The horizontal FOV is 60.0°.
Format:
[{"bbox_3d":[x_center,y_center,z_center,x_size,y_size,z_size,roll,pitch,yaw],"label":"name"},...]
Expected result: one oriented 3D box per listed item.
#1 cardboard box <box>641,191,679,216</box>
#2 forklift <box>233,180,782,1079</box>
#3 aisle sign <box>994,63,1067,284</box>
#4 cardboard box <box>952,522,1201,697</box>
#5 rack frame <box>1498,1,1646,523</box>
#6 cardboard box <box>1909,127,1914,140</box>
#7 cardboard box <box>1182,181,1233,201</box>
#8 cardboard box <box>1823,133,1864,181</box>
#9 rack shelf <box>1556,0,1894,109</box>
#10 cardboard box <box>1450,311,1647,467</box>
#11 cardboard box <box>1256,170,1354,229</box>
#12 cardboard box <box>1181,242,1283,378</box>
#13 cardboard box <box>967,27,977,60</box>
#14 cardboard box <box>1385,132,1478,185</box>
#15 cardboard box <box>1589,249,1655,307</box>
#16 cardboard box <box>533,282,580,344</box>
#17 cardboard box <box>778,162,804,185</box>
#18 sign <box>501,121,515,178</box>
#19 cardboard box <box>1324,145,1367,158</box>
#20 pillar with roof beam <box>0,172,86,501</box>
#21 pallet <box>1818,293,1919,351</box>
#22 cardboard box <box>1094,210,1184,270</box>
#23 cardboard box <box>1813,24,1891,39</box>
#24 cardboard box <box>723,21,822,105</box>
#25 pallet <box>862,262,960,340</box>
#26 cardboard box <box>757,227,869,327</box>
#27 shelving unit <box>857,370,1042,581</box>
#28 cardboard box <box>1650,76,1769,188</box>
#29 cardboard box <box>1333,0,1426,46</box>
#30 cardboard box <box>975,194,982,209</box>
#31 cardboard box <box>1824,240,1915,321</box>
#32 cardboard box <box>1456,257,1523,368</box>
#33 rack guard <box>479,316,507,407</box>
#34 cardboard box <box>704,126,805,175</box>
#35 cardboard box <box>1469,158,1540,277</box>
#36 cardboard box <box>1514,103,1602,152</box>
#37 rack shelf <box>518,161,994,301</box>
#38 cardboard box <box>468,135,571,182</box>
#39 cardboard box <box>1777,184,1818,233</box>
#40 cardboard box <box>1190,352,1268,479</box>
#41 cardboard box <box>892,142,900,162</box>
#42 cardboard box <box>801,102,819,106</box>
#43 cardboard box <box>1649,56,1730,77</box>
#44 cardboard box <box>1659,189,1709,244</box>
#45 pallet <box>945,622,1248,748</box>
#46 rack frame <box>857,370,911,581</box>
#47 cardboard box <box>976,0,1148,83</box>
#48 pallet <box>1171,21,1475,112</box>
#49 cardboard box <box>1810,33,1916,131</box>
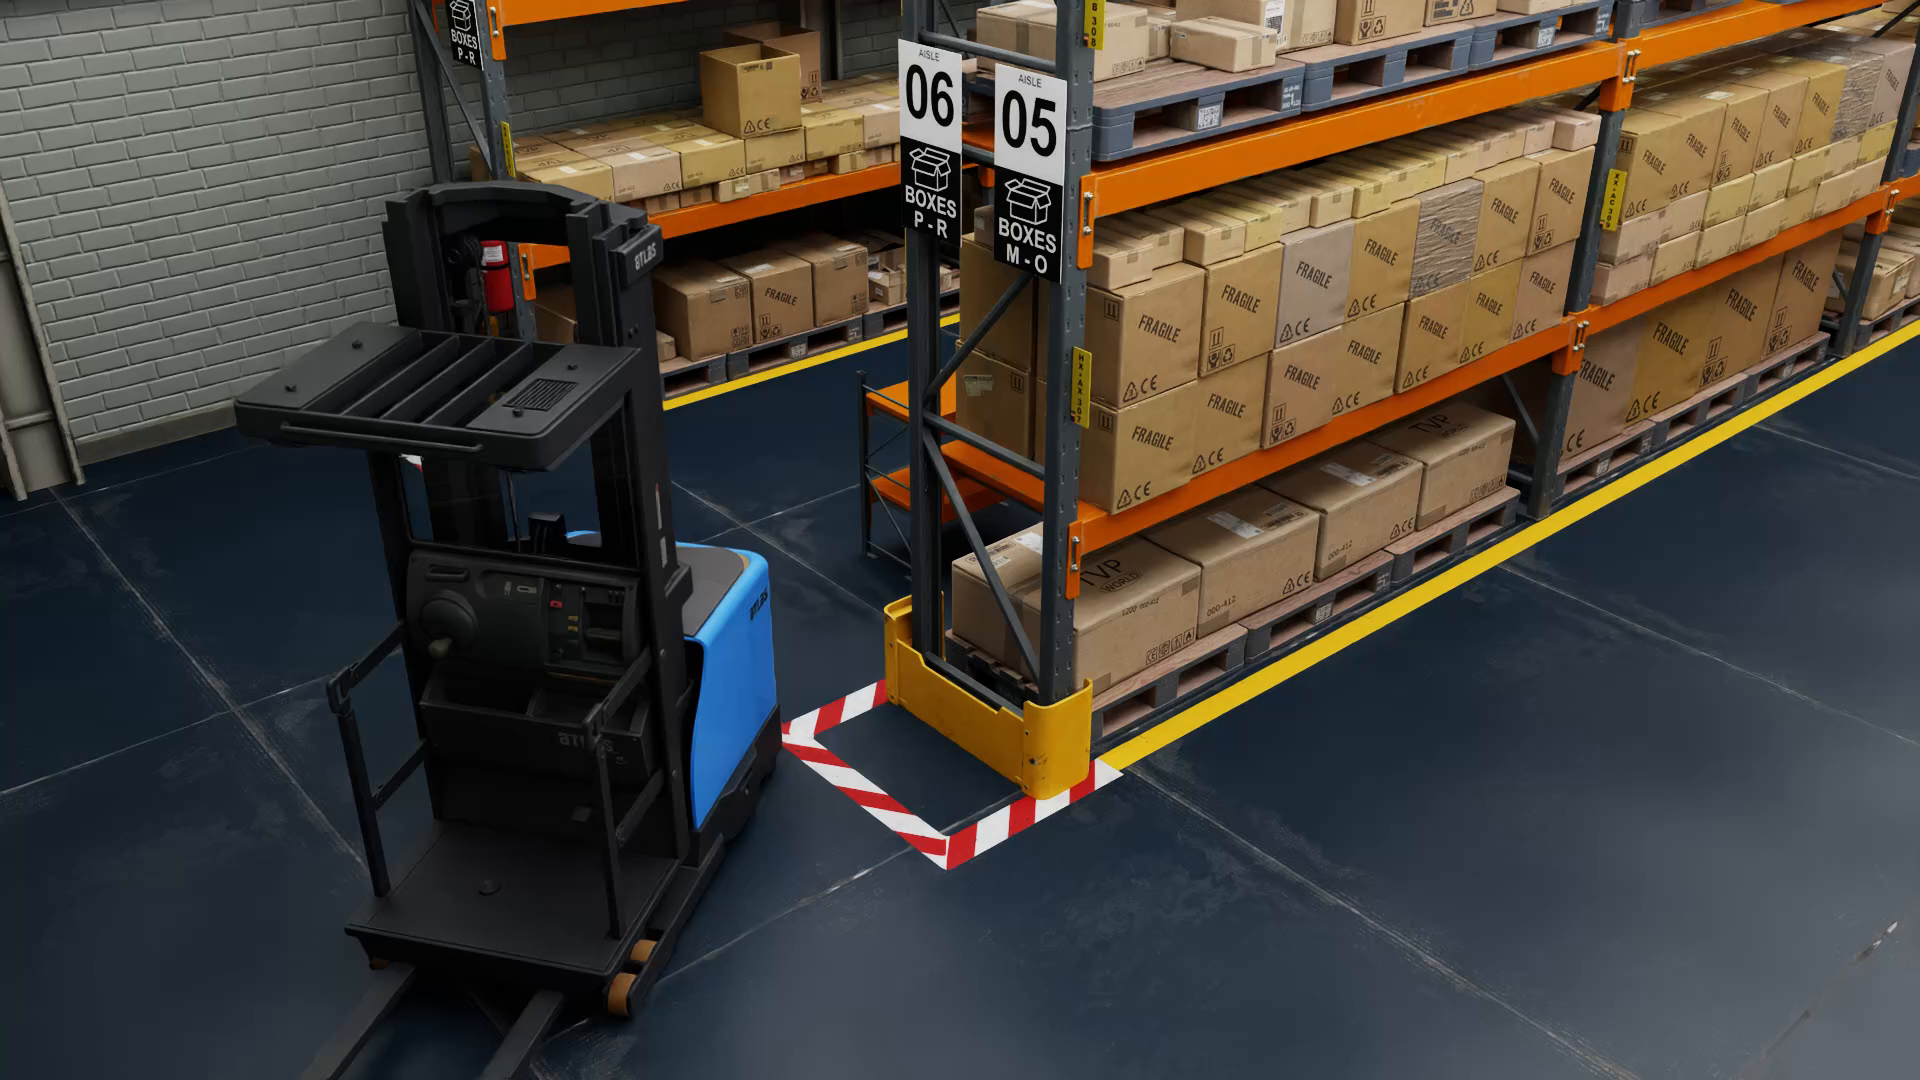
[{"bbox_3d":[-2.091,-2.312,11.160,0.250,0.149,0.380,-21,34,-33],"label":"cardboard box"},{"bbox_3d":[-1.689,0.325,6.032,1.130,2.935,3.031,7,29,12],"label":"forklift"},{"bbox_3d":[0.266,-1.420,6.466,0.004,0.787,0.394,-22,35,-35],"label":"aisle sign"},{"bbox_3d":[0.570,0.308,8.265,0.875,0.438,0.875,-23,36,-37],"label":"cardboard box"},{"bbox_3d":[3.176,-1.623,9.605,0.127,3.000,1.000,-22,35,-35],"label":"rack frame"},{"bbox_3d":[6.587,-2.954,11.916,0.250,0.149,0.380,-24,37,-38],"label":"cardboard box"},{"bbox_3d":[1.058,-1.664,7.827,0.250,0.149,0.380,-22,35,-35],"label":"cardboard box"},{"bbox_3d":[5.628,-2.604,11.068,0.500,0.250,0.500,-23,36,-36],"label":"cardboard box"},{"bbox_3d":[4.697,-3.241,10.212,4.000,0.370,1.077,-22,35,-35],"label":"rack shelf"},{"bbox_3d":[3.596,-1.090,10.415,0.875,0.875,0.875,-21,34,-33],"label":"cardboard box"},{"bbox_3d":[1.579,-1.572,7.653,0.250,0.149,0.380,-22,35,-34],"label":"cardboard box"},{"bbox_3d":[1.071,-1.090,7.440,0.500,0.500,0.500,-23,36,-36],"label":"cardboard box"},{"bbox_3d":[0.465,-3.699,12.937,0.500,0.500,0.700,-21,35,-34],"label":"cardboard box"},{"bbox_3d":[2.333,-1.898,8.264,0.250,0.149,0.380,-22,35,-35],"label":"cardboard box"},{"bbox_3d":[3.682,-1.597,9.715,0.500,0.250,0.500,-23,36,-36],"label":"cardboard box"},{"bbox_3d":[-2.565,-1.415,11.419,0.637,0.503,0.797,-24,36,-37],"label":"cardboard box"},{"bbox_3d":[-1.313,-2.637,11.769,0.250,0.149,0.380,-22,35,-35],"label":"cardboard box"},{"bbox_3d":[-2.739,-2.365,10.075,0.005,0.325,0.100,-22,35,-35],"label":"sign"},{"bbox_3d":[1.828,-1.982,8.421,0.250,0.149,0.380,-22,35,-35],"label":"cardboard box"},{"bbox_3d":[-2.934,-2.779,5.402,0.400,9.000,9.100,-22,35,-35],"label":"pillar with roof beam"},{"bbox_3d":[6.814,-1.855,12.998,1.213,0.211,1.003,-22,35,-35],"label":"pallet"},{"bbox_3d":[0.736,-1.286,7.118,0.250,0.149,0.380,-21,35,-34],"label":"cardboard box"},{"bbox_3d":[6.384,-3.446,12.148,0.500,0.500,0.500,-23,36,-36],"label":"cardboard box"},{"bbox_3d":[-1.354,-3.437,12.047,0.500,0.500,0.500,-23,36,-36],"label":"cardboard box"},{"bbox_3d":[-0.572,-1.962,13.198,1.213,0.211,1.003,-22,35,-35],"label":"pallet"},{"bbox_3d":[-1.100,-1.979,12.477,0.500,0.500,0.700,-23,36,-37],"label":"cardboard box"},{"bbox_3d":[-0.005,-0.494,9.481,1.048,1.125,0.538,-22,35,-35],"label":"shelving unit"},{"bbox_3d":[4.449,-2.458,10.000,0.500,0.500,0.500,-23,36,-36],"label":"cardboard box"},{"bbox_3d":[1.764,-2.559,7.515,0.500,0.500,0.500,-21,35,-34],"label":"cardboard box"},{"bbox_3d":[0.465,-2.552,13.549,0.500,0.500,0.500,-20,34,-33],"label":"cardboard box"},{"bbox_3d":[6.655,-2.042,12.731,0.625,0.372,0.950,-25,37,-38],"label":"cardboard box"},{"bbox_3d":[2.601,-1.274,8.846,0.500,0.500,0.500,-23,36,-36],"label":"cardboard box"},{"bbox_3d":[-3.034,-1.099,11.276,0.348,0.500,1.175,-22,35,-35],"label":"rack guard"},{"bbox_3d":[-1.430,-2.760,11.576,0.500,0.250,0.500,-23,36,-36],"label":"cardboard box"},{"bbox_3d":[2.605,-1.712,8.605,0.500,0.500,0.500,-22,35,-36],"label":"cardboard box"},{"bbox_3d":[3.148,-2.186,8.803,0.250,0.149,0.380,-23,36,-36],"label":"cardboard box"},{"bbox_3d":[-1.570,-2.473,11.958,4.000,0.370,1.077,-22,35,-35],"label":"rack shelf"},{"bbox_3d":[-2.914,-2.479,11.050,0.500,0.250,0.500,-21,34,-34],"label":"cardboard box"},{"bbox_3d":[5.231,-2.223,10.886,0.500,0.250,0.500,-22,35,-35],"label":"cardboard box"},{"bbox_3d":[1.051,-0.652,7.682,0.500,0.500,0.500,-22,35,-36],"label":"cardboard box"},{"bbox_3d":[-0.493,-2.927,12.311,0.250,0.149,0.380,-21,34,-34],"label":"cardboard box"},{"bbox_3d":[-1.372,-3.099,12.210,0.500,0.250,0.500,-21,35,-34],"label":"cardboard box"},{"bbox_3d":[4.524,-2.808,10.654,0.500,0.500,0.500,-21,35,-34],"label":"cardboard box"},{"bbox_3d":[4.072,-1.980,9.902,0.500,0.250,0.500,-21,35,-34],"label":"cardboard box"},{"bbox_3d":[0.690,0.558,8.482,1.213,0.211,1.003,-22,35,-35],"label":"pallet"},{"bbox_3d":[-0.392,-0.339,9.190,0.032,1.125,0.500,-22,35,-35],"label":"rack frame"},{"bbox_3d":[0.417,-2.055,6.839,0.500,0.250,0.500,25,37,38],"label":"cardboard box"},{"bbox_3d":[1.619,-2.289,7.763,1.213,0.211,1.003,-22,35,-35],"label":"pallet"},{"bbox_3d":[5.995,-3.080,11.164,0.500,0.500,0.500,-23,36,-36],"label":"cardboard box"}]
